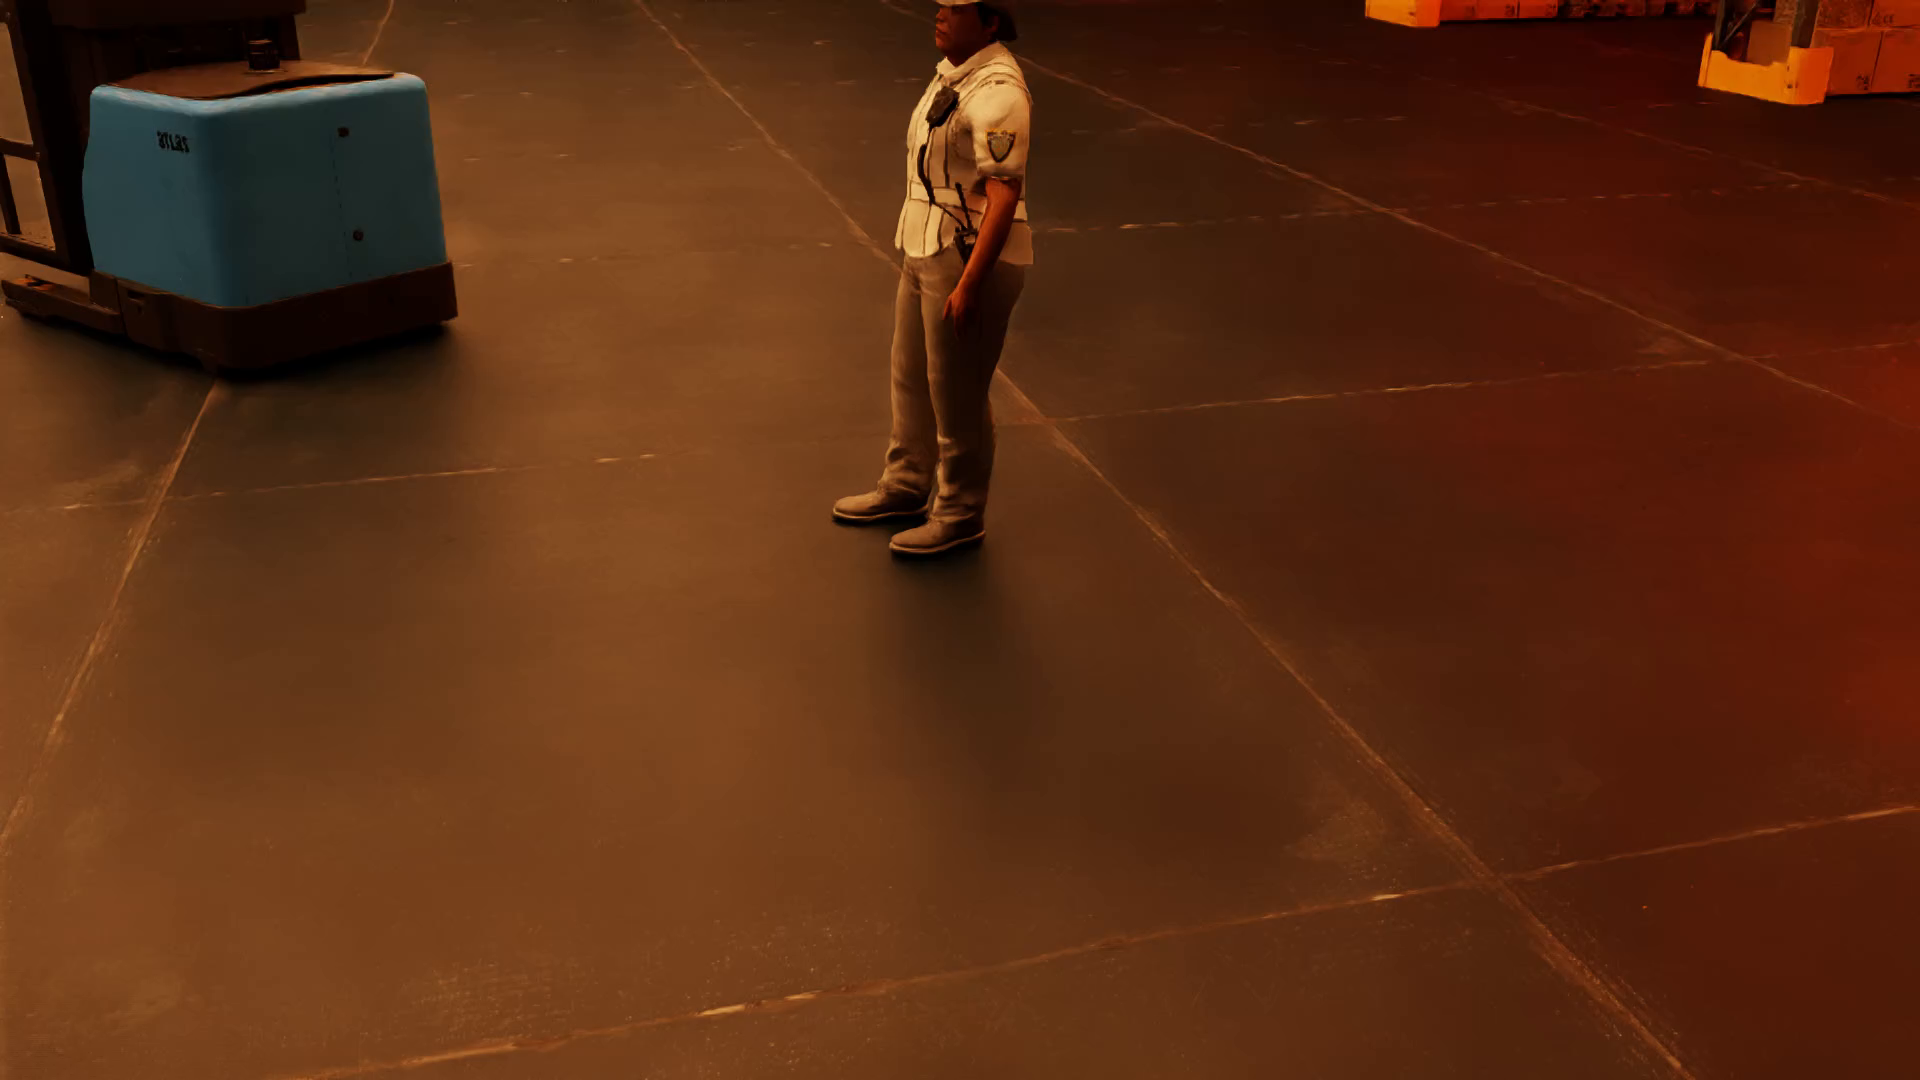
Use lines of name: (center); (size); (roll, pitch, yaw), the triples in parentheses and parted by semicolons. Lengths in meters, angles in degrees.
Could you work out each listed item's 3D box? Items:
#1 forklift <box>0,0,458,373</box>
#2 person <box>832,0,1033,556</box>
forklift: (-3.632, -2.450, 7.065); (3.031, 2.935, 1.130); (17, 28, 34)
person: (-0.080, -0.774, 4.725); (0.529, 1.669, 0.598); (-6, 24, -14)
